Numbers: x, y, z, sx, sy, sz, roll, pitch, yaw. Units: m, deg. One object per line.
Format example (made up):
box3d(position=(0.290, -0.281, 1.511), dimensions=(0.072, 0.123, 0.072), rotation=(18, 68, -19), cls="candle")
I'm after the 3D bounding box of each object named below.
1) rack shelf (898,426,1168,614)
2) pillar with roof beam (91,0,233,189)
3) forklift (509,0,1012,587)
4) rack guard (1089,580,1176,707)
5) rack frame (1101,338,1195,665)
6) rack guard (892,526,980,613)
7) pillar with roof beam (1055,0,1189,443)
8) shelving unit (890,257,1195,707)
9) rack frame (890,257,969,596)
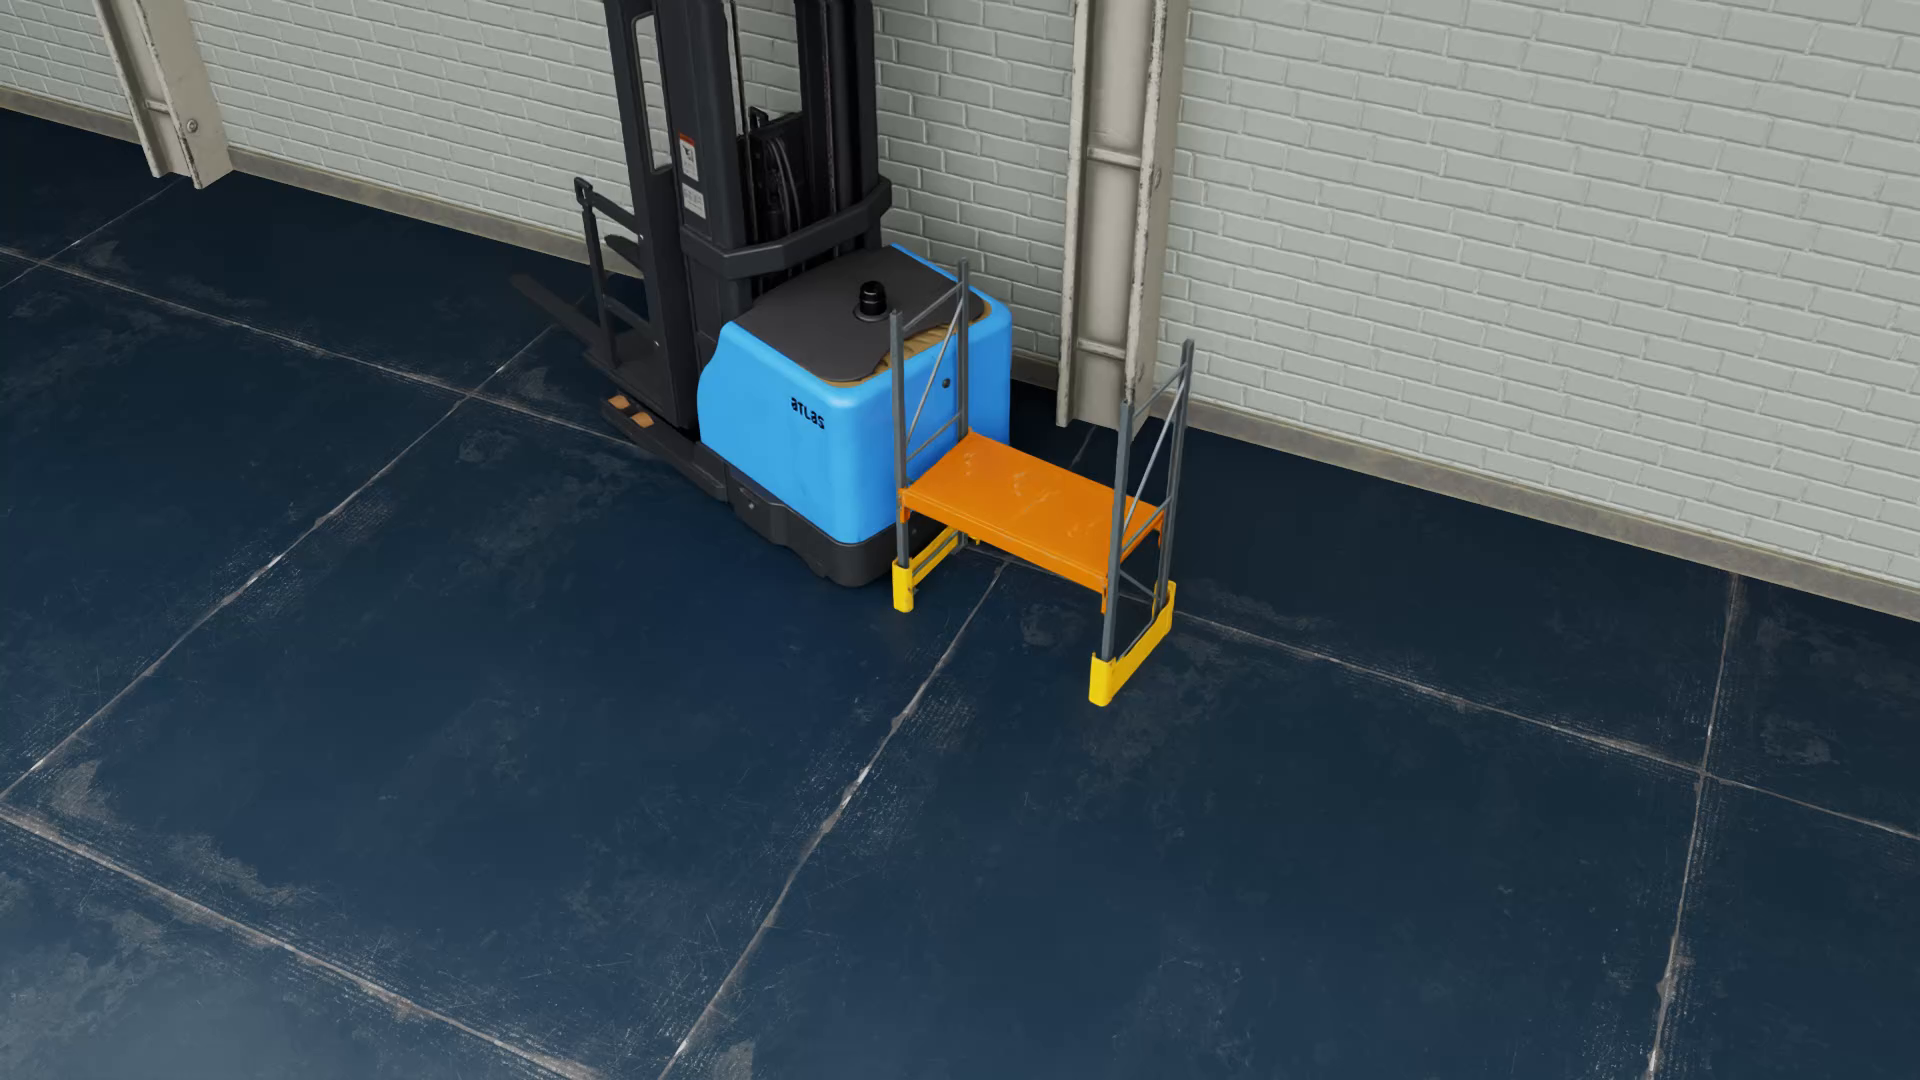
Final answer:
box3d(position=(0.304, -0.100, 6.879), dimensions=(1.000, 0.185, 0.538), rotation=(24, 46, 25), cls="rack shelf")
box3d(position=(-6.539, -3.119, 4.362), dimensions=(0.400, 9.000, 9.100), rotation=(17, 44, 19), cls="pillar with roof beam")
box3d(position=(-1.136, -1.774, 7.443), dimensions=(1.130, 2.935, 3.031), rotation=(-32, 50, -31), cls="forklift")
box3d(position=(0.723, 0.423, 6.955), dimensions=(0.087, 0.250, 0.587), rotation=(24, 46, 25), cls="rack guard")
box3d(position=(0.724, -0.048, 6.545), dimensions=(0.032, 1.500, 0.500), rotation=(24, 46, 25), cls="rack frame")
box3d(position=(-0.100, 0.056, 7.379), dimensions=(0.087, 0.250, 0.587), rotation=(24, 46, 25), cls="rack guard")
box3d(position=(-1.102, -1.457, 2.445), dimensions=(0.400, 9.000, 9.100), rotation=(17, 44, 19), cls="pillar with roof beam")
box3d(position=(0.312, -0.233, 6.757), dimensions=(1.083, 1.500, 0.587), rotation=(24, 46, 25), cls="shelving unit")
box3d(position=(-0.116, -0.424, 6.978), dimensions=(0.032, 1.500, 0.500), rotation=(24, 46, 25), cls="rack frame")
